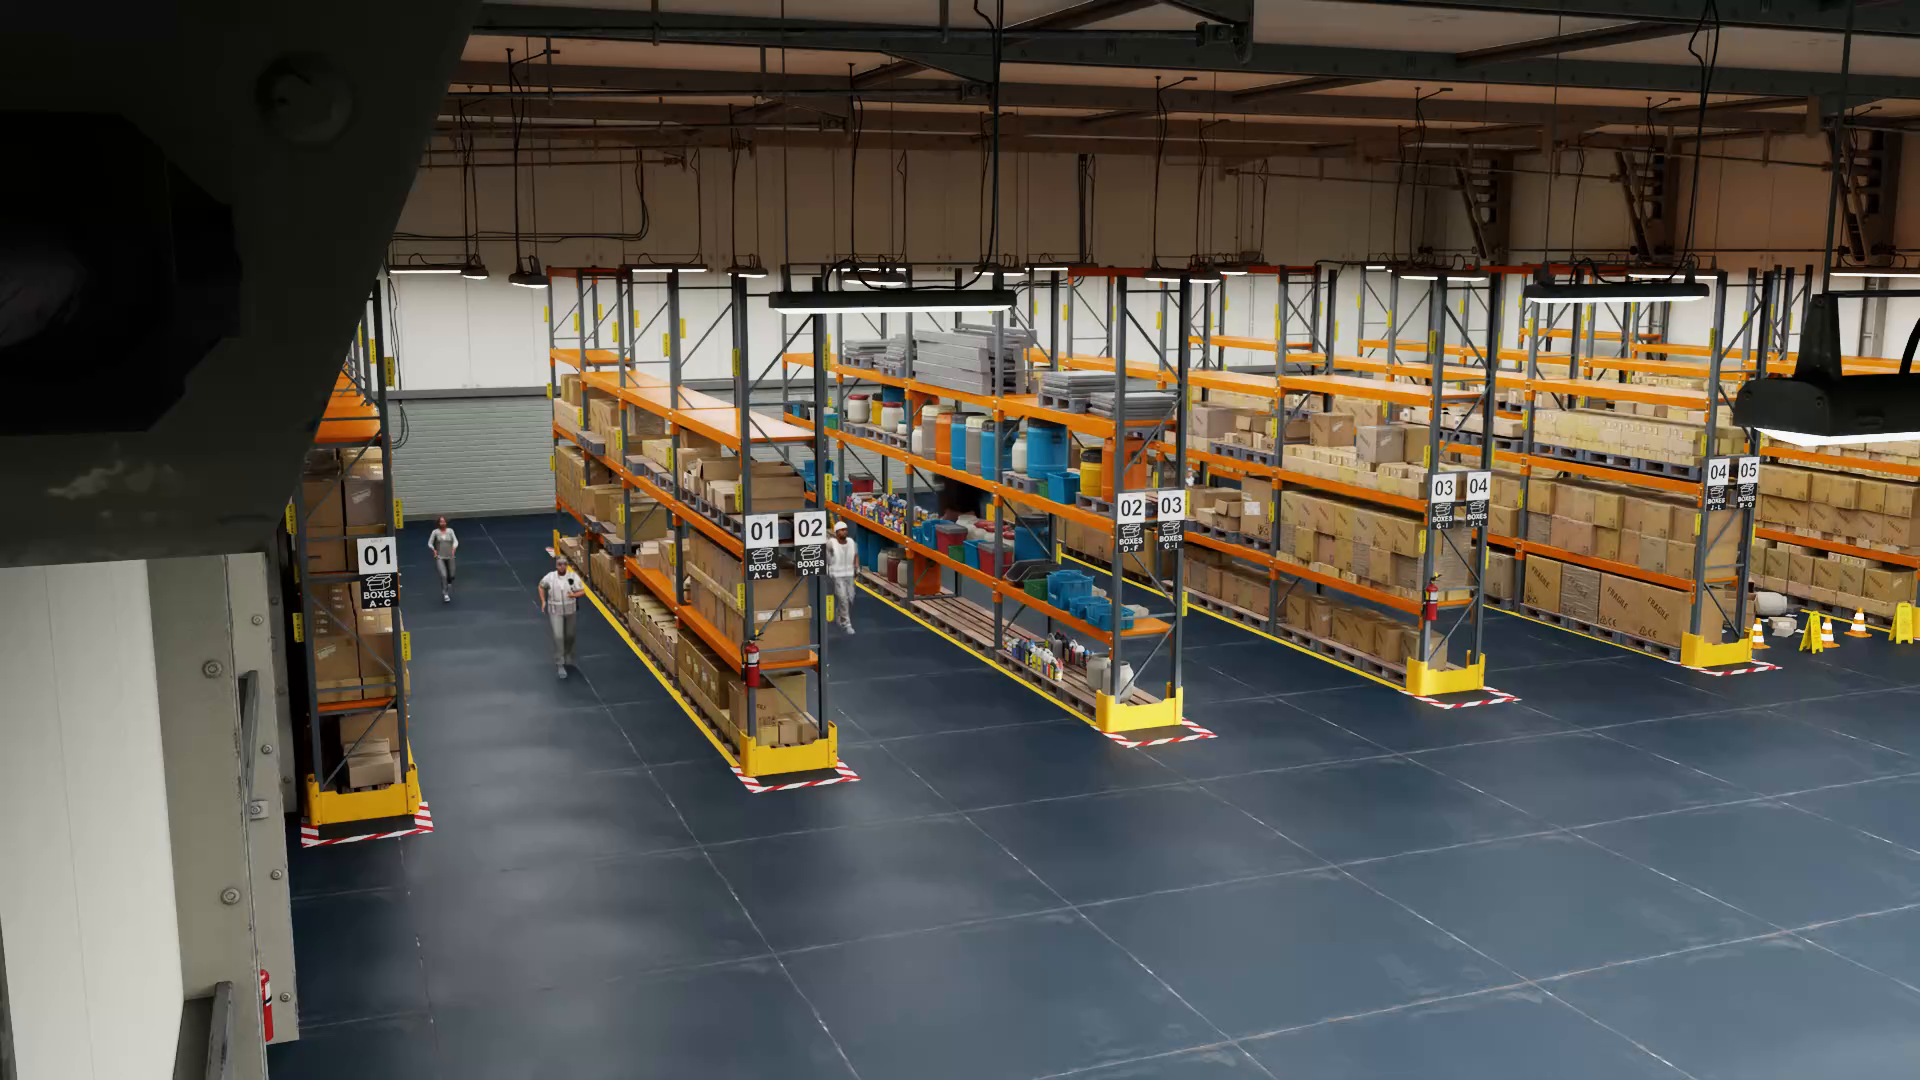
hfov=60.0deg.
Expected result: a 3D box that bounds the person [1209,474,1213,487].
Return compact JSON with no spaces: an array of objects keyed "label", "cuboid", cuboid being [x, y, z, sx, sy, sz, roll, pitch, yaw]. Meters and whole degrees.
[{"label":"person","cuboid":[6.201,-1.761,41.633,0.776,1.826,0.685,-6,12,-31]}]

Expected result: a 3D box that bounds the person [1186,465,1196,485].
[{"label":"person","cuboid":[4.910,-0.803,36.347,0.562,1.719,0.857,-4,11,-23]}]

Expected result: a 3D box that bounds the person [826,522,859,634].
[{"label":"person","cuboid":[-1.894,0.586,26.551,0.714,1.767,0.745,-7,12,-34]}]

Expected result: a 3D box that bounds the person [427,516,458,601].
[{"label":"person","cuboid":[-9.413,0.324,30.315,0.535,1.548,0.559,-5,11,-25]}]

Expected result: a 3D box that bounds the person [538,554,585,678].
[{"label":"person","cuboid":[-5.990,1.097,25.115,0.653,1.799,0.889,-4,11,-21]}]
